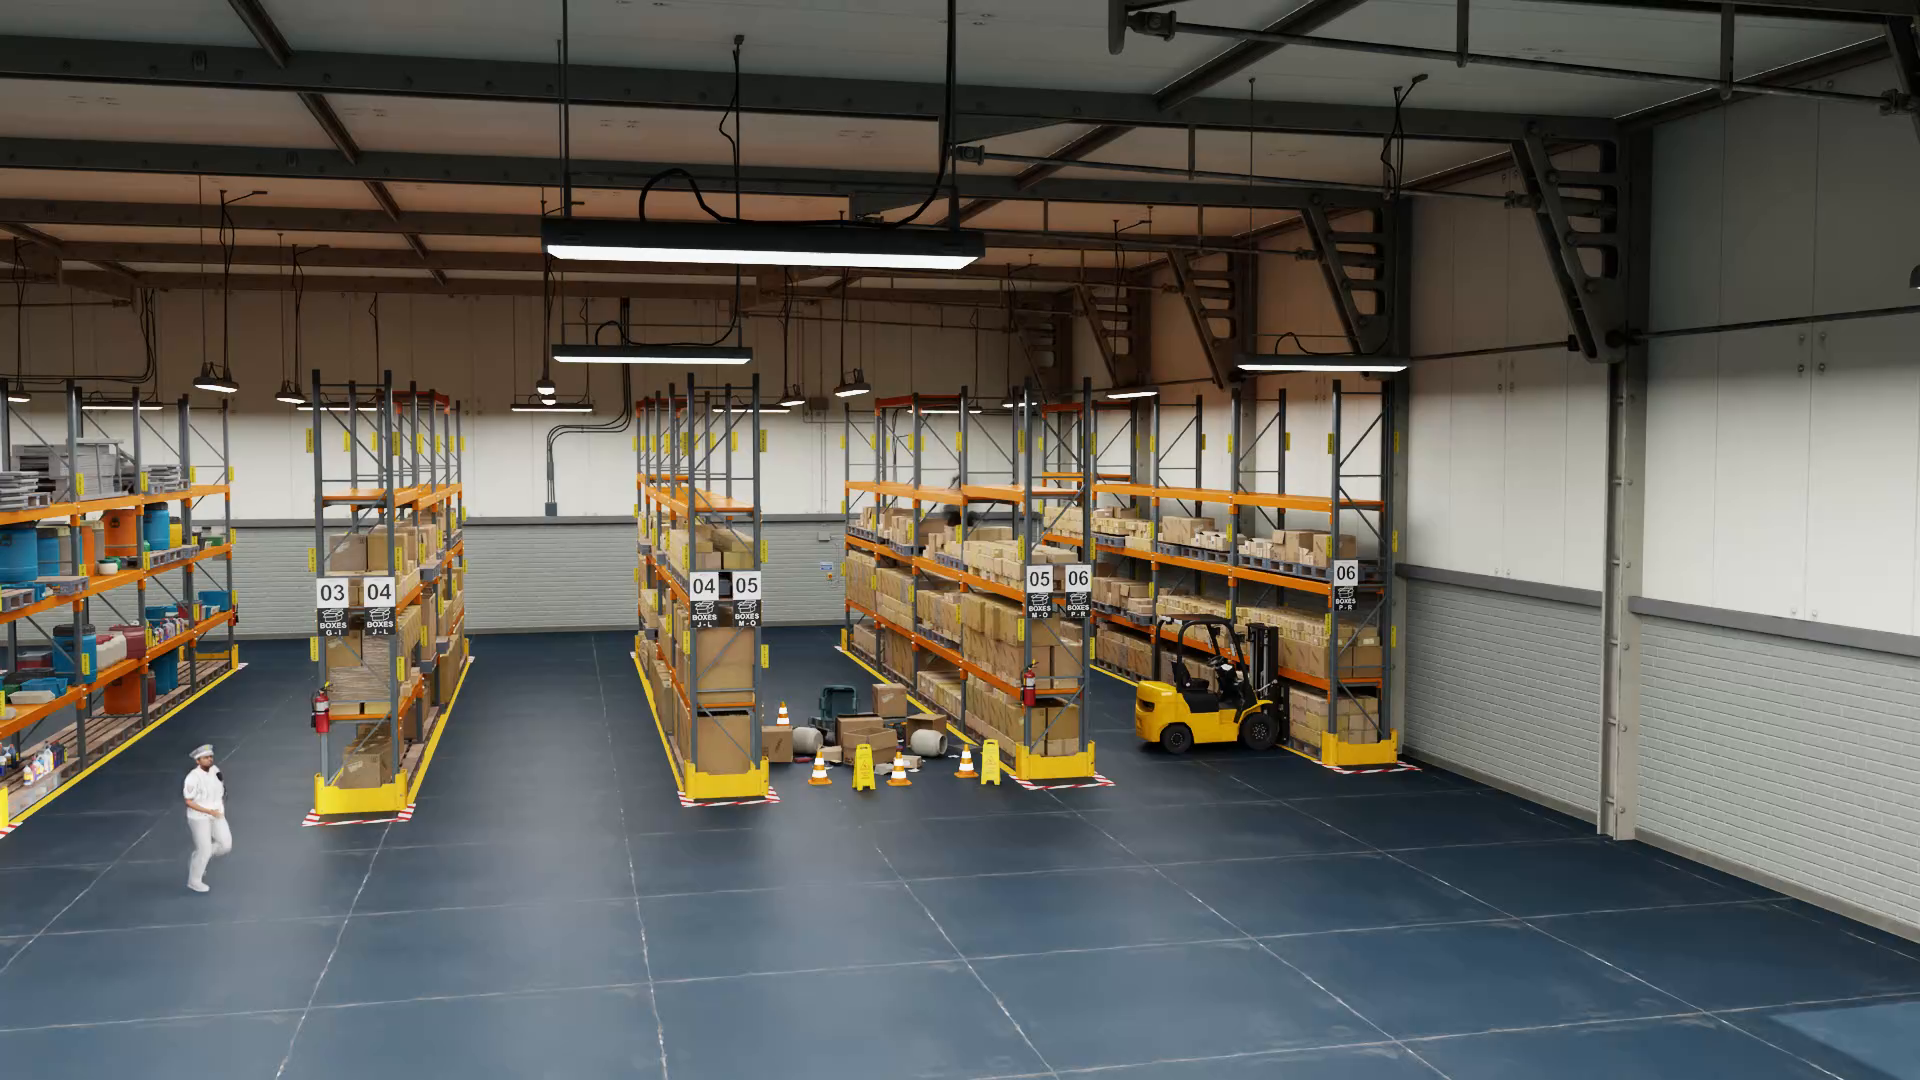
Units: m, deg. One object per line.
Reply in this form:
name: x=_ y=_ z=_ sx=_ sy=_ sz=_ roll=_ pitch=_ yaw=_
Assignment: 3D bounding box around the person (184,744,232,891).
person: x=-8.414 y=3.103 z=18.649 sx=0.618 sy=1.659 sz=0.596 roll=2 pitch=4 yaw=25
